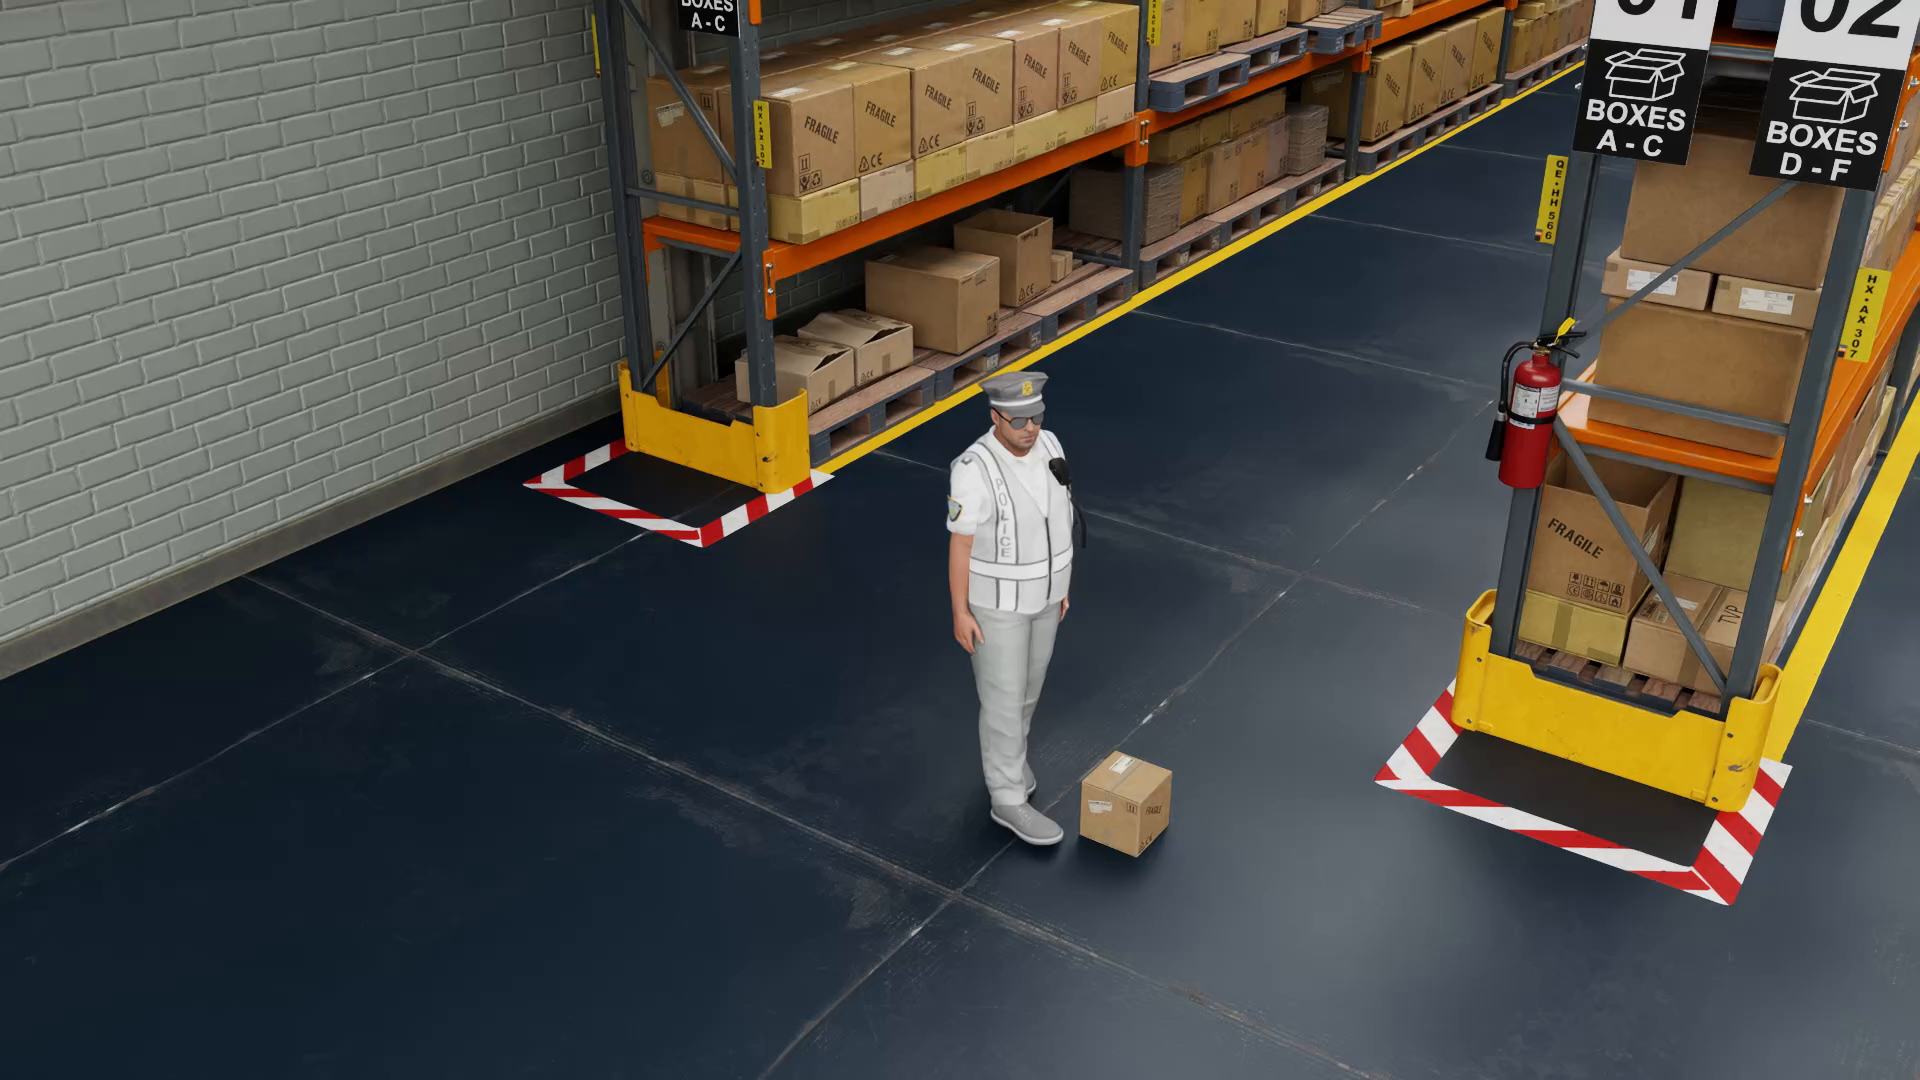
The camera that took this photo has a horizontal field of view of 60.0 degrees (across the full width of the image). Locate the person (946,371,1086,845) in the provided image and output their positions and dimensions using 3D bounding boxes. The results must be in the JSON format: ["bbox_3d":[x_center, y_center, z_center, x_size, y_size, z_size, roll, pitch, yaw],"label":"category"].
[{"bbox_3d":[0.275,0.230,6.135,0.541,1.749,0.613,-22,34,-36],"label":"person"}]
